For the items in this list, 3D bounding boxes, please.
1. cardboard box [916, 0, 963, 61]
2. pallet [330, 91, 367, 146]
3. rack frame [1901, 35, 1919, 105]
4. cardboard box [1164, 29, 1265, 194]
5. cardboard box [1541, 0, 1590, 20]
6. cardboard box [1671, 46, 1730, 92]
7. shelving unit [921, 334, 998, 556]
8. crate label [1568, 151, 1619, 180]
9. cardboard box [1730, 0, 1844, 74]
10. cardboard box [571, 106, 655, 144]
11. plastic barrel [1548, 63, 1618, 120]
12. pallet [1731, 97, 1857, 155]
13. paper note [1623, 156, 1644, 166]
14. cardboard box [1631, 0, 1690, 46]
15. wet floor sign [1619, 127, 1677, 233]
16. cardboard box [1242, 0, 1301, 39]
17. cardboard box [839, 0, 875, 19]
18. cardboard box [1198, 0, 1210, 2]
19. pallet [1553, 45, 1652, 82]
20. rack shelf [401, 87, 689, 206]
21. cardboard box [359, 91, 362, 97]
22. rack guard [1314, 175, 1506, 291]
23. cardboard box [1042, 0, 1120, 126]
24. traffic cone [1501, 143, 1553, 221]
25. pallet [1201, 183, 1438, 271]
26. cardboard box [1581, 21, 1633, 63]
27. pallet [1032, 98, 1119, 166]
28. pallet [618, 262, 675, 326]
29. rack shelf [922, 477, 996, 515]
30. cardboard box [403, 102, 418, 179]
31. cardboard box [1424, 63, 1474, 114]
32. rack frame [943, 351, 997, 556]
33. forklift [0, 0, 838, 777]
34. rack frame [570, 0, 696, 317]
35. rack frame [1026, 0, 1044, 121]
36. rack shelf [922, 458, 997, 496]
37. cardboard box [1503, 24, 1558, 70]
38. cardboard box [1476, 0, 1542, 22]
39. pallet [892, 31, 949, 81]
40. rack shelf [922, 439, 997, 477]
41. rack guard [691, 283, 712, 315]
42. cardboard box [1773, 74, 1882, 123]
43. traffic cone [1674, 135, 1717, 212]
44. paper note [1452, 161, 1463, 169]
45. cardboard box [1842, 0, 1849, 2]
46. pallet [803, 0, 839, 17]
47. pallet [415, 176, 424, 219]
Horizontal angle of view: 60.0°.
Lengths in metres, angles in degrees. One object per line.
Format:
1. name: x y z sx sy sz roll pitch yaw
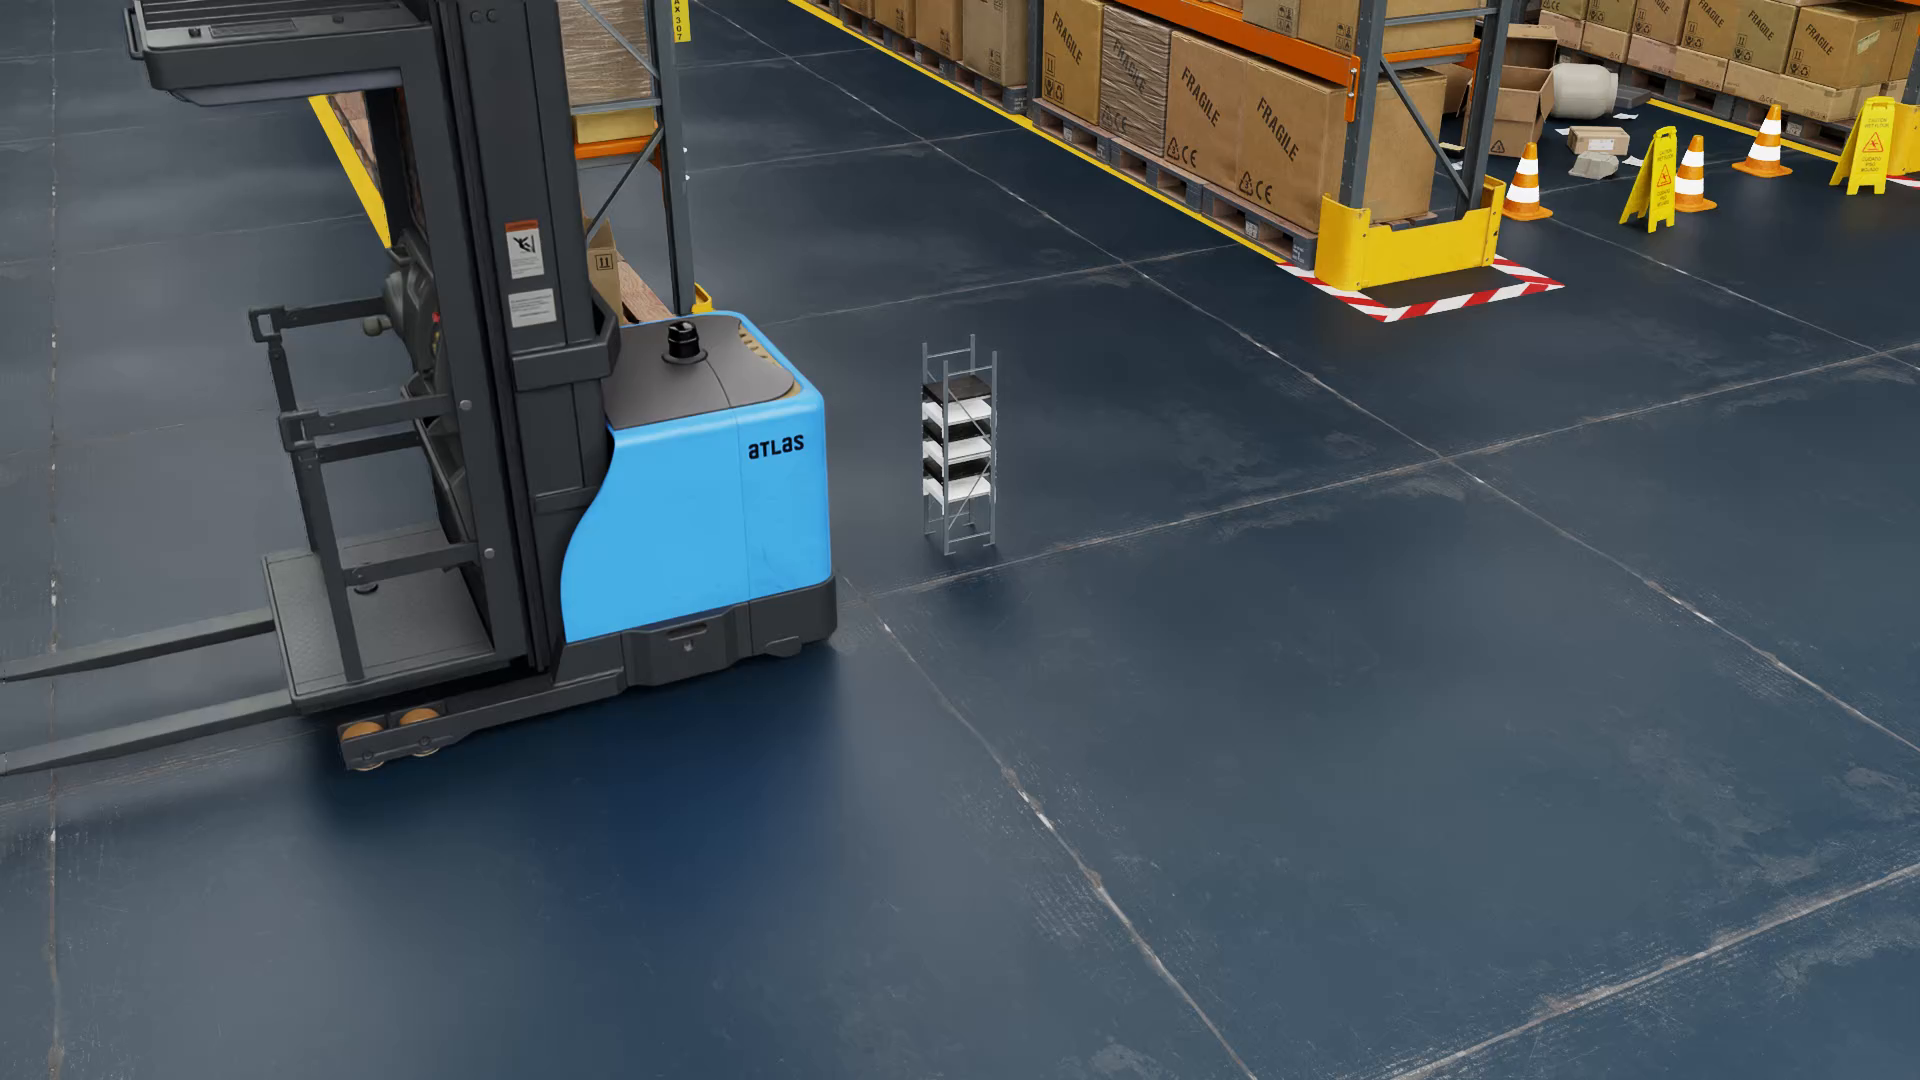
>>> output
1. cardboard box: 0.246 -4.636 14.321 1.050 0.750 0.750 -13 32 -22
2. pallet: -4.382 -3.422 13.137 1.003 0.211 1.213 -13 32 -22
3. rack frame: 7.149 -4.069 11.439 1.000 3.000 0.127 -13 32 -22
4. cardboard box: 1.991 -2.915 11.125 0.875 0.875 0.875 -14 32 -23
5. cardboard box: 5.441 -4.829 14.411 0.500 0.500 0.500 -12 31 -20
6. cardboard box: 6.114 -3.814 13.366 0.500 0.250 0.500 -14 32 -24
7. shelving unit: -0.003 -0.396 7.036 0.258 0.900 0.210 -13 32 -22
8. crate label: 4.549 -2.690 11.908 0.298 0.136 0.250 19 34 30
9. cardboard box: 6.342 -3.909 12.769 0.500 0.500 0.500 -12 31 -20
10. cardboard box: -1.709 -2.054 8.104 0.380 0.149 0.250 -13 32 -22
11. plastic barrel: 4.895 -3.540 13.129 0.512 0.421 0.421 7 30 13
12. pallet: 6.799 -3.252 12.834 1.003 0.211 1.213 -13 32 -22
13. paper note: 4.945 -2.773 12.165 0.142 0.019 0.148 26 38 38
14. cardboard box: 5.902 -4.366 13.584 0.500 0.500 0.500 -11 31 -19
15. wet floor sign: 4.522 -2.361 10.800 0.267 0.644 0.232 -19 35 -30
16. cardboard box: 2.265 -3.443 10.170 0.875 0.550 0.550 -13 32 -22
17. cardboard box: -0.533 -5.433 15.742 1.050 0.750 0.750 -14 32 -23
18. cardboard box: 1.874 -3.942 11.060 0.875 0.550 0.500 -13 32 -22
19. pallet: 5.752 -4.330 14.756 1.003 0.211 1.213 -13 32 -22
20. rack shelf: -2.660 -2.558 9.480 1.077 0.370 4.000 -13 32 -22
21. cardboard box: -4.431 -3.840 13.138 0.700 0.500 0.500 -10 31 -18
22. rack guard: 2.732 -1.884 10.098 1.175 0.500 0.348 -13 32 -22
23. cardboard box: 1.211 -3.716 12.552 0.875 0.875 0.875 -13 32 -21
24. traffic cone: 3.776 -2.411 11.076 0.336 0.463 0.334 -13 32 -22
25. pallet: 2.308 -2.105 10.789 1.003 0.211 1.213 -13 32 -22
26. cardboard box: 5.680 -4.269 14.178 0.500 0.250 0.500 -11 31 -19
27. pallet: 1.260 -3.183 12.711 1.003 0.211 1.213 -13 32 -22
28. pallet: -2.151 -1.172 9.123 1.003 0.211 1.213 -13 32 -22
29. rack shelf: -0.003 -0.210 7.141 0.258 0.077 0.200 -13 32 -22
30. cardboard box: -3.383 -2.663 11.058 0.500 0.500 0.500 -14 32 -23
31. cardboard box: 3.699 -3.695 13.186 0.797 0.637 0.503 -13 32 -22
32. rack frame: 0.040 -0.351 6.956 0.240 0.900 0.006 -13 32 -22
33. forklift: -2.037 -0.768 5.622 3.031 2.935 1.130 -13 32 -22
34. rack frame: -1.802 -1.988 7.728 1.000 3.000 0.127 -13 32 -22
35. rack frame: 1.004 -4.752 12.657 1.000 3.000 0.127 -13 32 -22
36. rack shelf: -0.003 -0.289 7.097 0.258 0.077 0.200 -13 32 -22
37. cardboard box: 4.663 -3.987 13.847 0.500 0.500 0.500 7 30 13
38. cardboard box: 5.204 -5.104 15.542 0.950 0.372 0.625 -13 32 -21
39. pallet: 0.077 -4.400 14.881 1.003 0.211 1.213 -13 32 -22
40. rack shelf: -0.003 -0.367 7.053 0.258 0.077 0.200 -13 32 -22
41. rack guard: -1.834 -0.931 8.400 1.175 0.500 0.348 -13 32 -22
42. cardboard box: 6.548 -3.364 12.564 0.500 0.250 0.500 -13 32 -22
43. traffic cone: 4.943 -2.498 11.232 0.336 0.463 0.334 -13 32 -22
44. paper note: 3.600 -2.720 12.071 0.144 0.017 0.142 -3 29 -5
45. cardboard box: 6.813 -4.035 12.993 0.500 0.500 0.500 -14 32 -24
46. pallet: -1.047 -5.648 17.106 1.003 0.211 1.213 -13 32 -22
47. pallet: -3.199 -2.249 11.046 1.003 0.211 1.213 -13 32 -22
